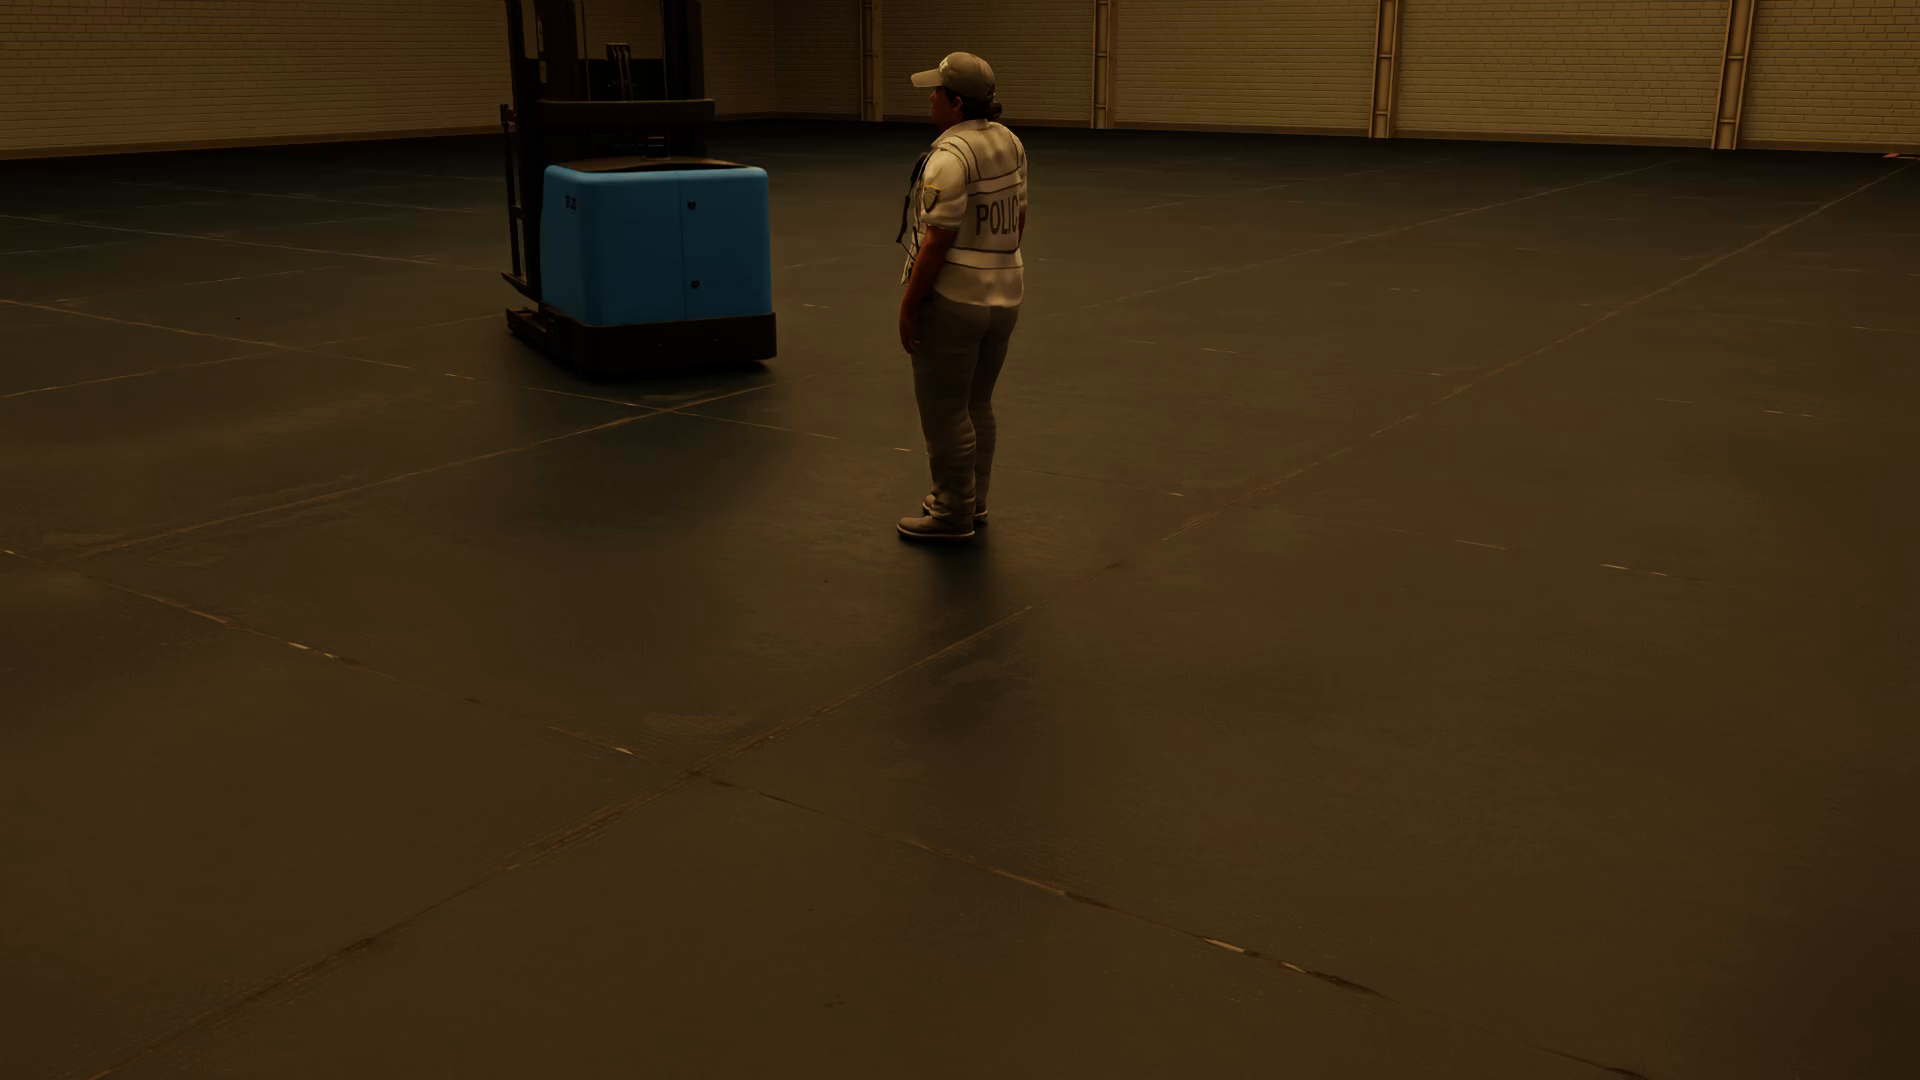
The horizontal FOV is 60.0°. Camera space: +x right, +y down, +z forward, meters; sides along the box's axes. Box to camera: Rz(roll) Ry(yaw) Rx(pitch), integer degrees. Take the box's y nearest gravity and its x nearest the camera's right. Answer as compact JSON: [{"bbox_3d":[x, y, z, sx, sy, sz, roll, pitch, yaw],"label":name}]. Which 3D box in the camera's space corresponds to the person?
[{"bbox_3d":[-0.050,-0.823,5.768,0.529,1.670,0.598,11,20,33],"label":"person"}]

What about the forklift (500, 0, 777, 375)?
[{"bbox_3d":[-2.105,-2.646,9.681,1.130,2.935,3.031,-8,18,-25],"label":"forklift"}]
